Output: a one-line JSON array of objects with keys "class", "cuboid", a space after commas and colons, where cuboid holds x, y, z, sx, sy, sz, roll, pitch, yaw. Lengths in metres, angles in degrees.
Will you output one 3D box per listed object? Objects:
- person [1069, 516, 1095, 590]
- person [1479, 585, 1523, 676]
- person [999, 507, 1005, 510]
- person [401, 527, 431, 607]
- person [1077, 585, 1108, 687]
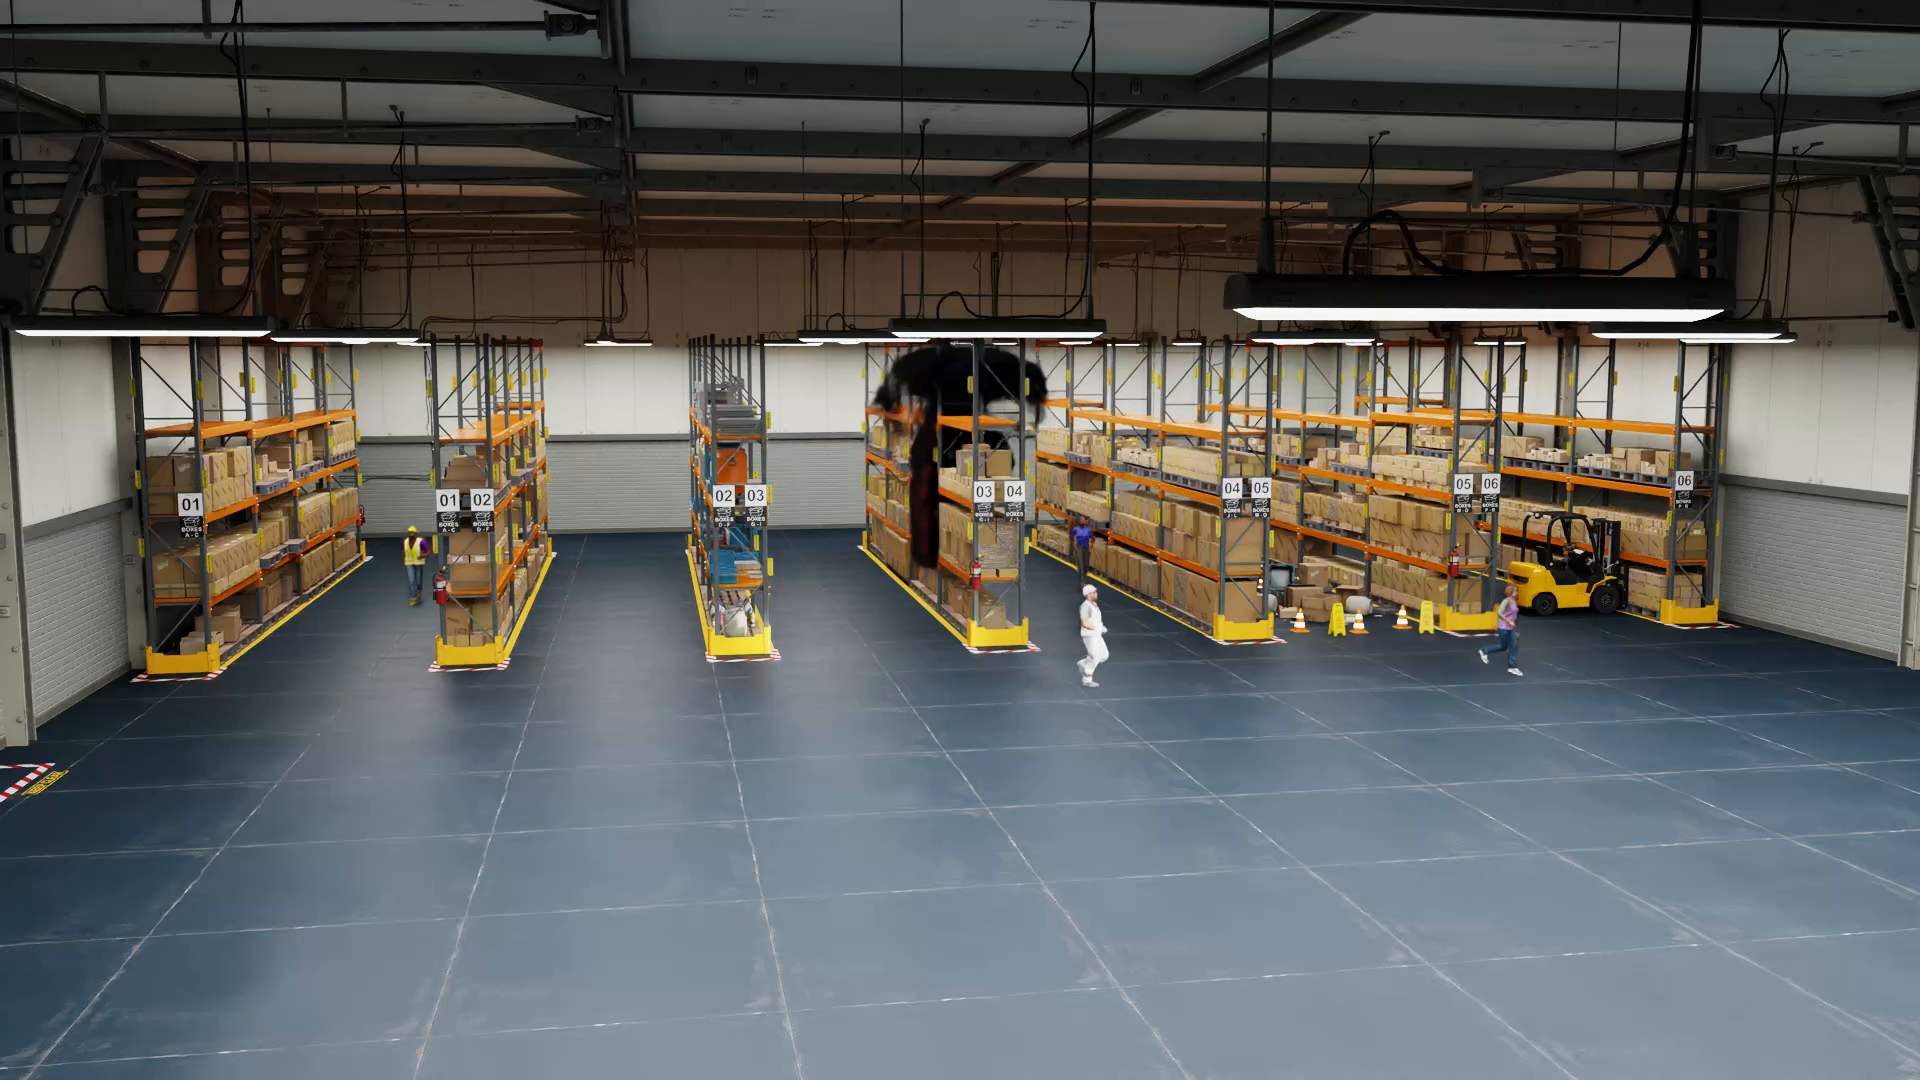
[{"class": "person", "cuboid": [2.796, 0.269, 38.098, 0.590, 1.662, 0.656, -1, 7, -8]}, {"class": "person", "cuboid": [9.654, 1.575, 29.535, 0.818, 1.587, 0.566, 5, 8, 39]}, {"class": "person", "cuboid": [1.174, -0.522, 46.937, 0.697, 1.804, 0.890, -1, 7, -8]}, {"class": "person", "cuboid": [-12.258, 0.572, 37.434, 0.689, 1.767, 0.852, -1, 7, -6]}, {"class": "person", "cuboid": [2.247, 1.627, 28.269, 0.592, 1.742, 0.655, 2, 7, 21]}]
